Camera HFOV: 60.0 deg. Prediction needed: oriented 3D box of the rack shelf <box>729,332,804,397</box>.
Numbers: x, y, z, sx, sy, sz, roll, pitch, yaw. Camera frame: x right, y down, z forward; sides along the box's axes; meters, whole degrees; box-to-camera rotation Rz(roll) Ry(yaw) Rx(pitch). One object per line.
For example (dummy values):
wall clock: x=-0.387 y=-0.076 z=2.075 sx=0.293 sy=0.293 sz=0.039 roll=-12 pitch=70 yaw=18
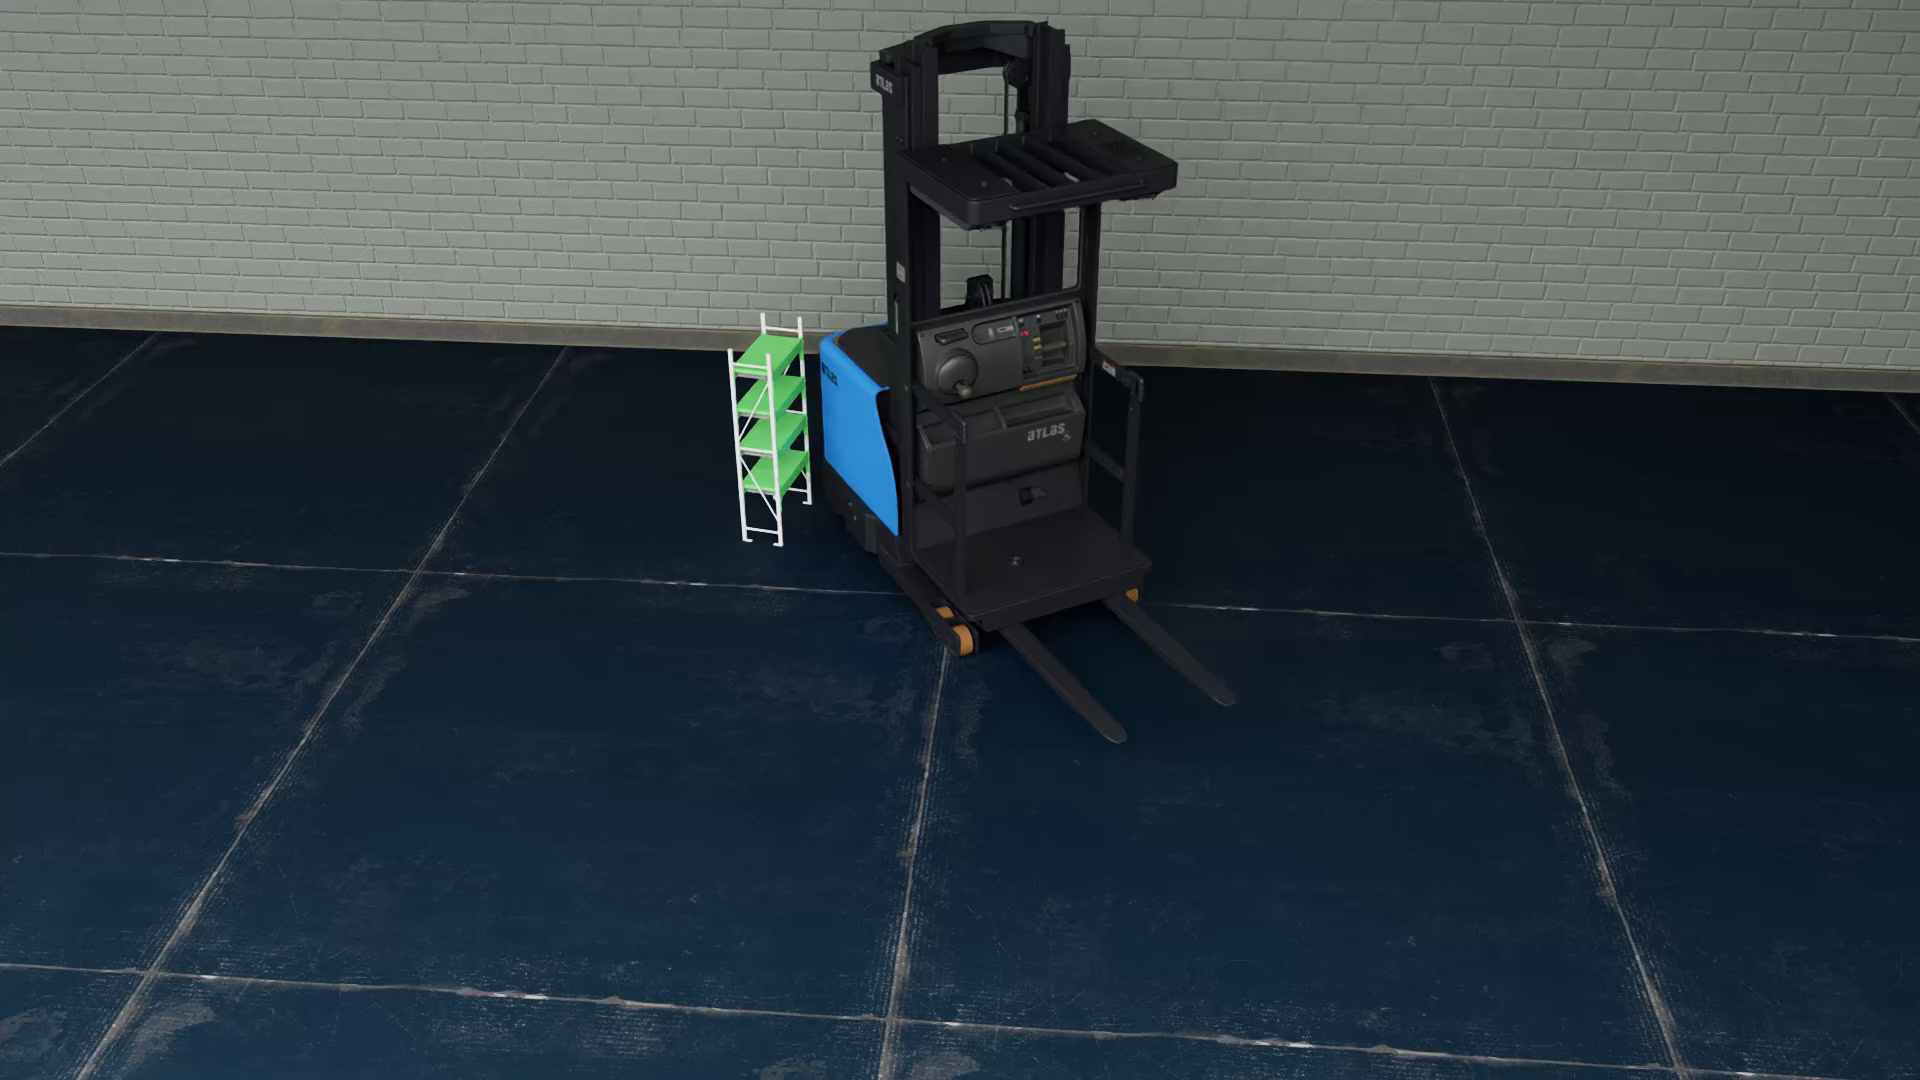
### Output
rack shelf: x=-1.061 y=-0.972 z=9.171 sx=0.258 sy=0.148 sz=0.480 roll=8 pitch=33 yaw=13

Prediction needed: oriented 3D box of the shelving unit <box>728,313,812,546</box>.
shelving unit: x=-1.061 y=-0.618 z=9.390 sx=0.258 sy=1.200 sz=0.503 roll=8 pitch=33 yaw=13

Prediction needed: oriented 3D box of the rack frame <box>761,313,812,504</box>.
rack frame: x=-0.997 y=-0.742 z=9.590 sx=0.240 sy=1.200 sz=0.015 roll=8 pitch=33 yaw=13

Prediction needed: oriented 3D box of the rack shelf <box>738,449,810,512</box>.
rack shelf: x=-1.061 y=-0.359 z=9.549 sx=0.258 sy=0.148 sz=0.480 roll=8 pitch=33 yaw=13

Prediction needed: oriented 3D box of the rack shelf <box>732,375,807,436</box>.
rack shelf: x=-1.061 y=-0.768 z=9.297 sx=0.258 sy=0.148 sz=0.480 roll=8 pitch=33 yaw=13

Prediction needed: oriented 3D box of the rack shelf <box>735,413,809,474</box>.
rack shelf: x=-1.061 y=-0.564 z=9.423 sx=0.258 sy=0.148 sz=0.480 roll=8 pitch=33 yaw=13

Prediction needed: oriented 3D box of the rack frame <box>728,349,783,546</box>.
rack frame: x=-1.125 y=-0.495 z=9.189 sx=0.240 sy=1.200 sz=0.015 roll=8 pitch=33 yaw=13

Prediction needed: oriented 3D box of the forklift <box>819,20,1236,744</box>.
forklift: x=0.316 y=-0.915 z=8.221 sx=1.130 sy=2.935 sz=3.031 roll=-15 pitch=35 yaw=-23
